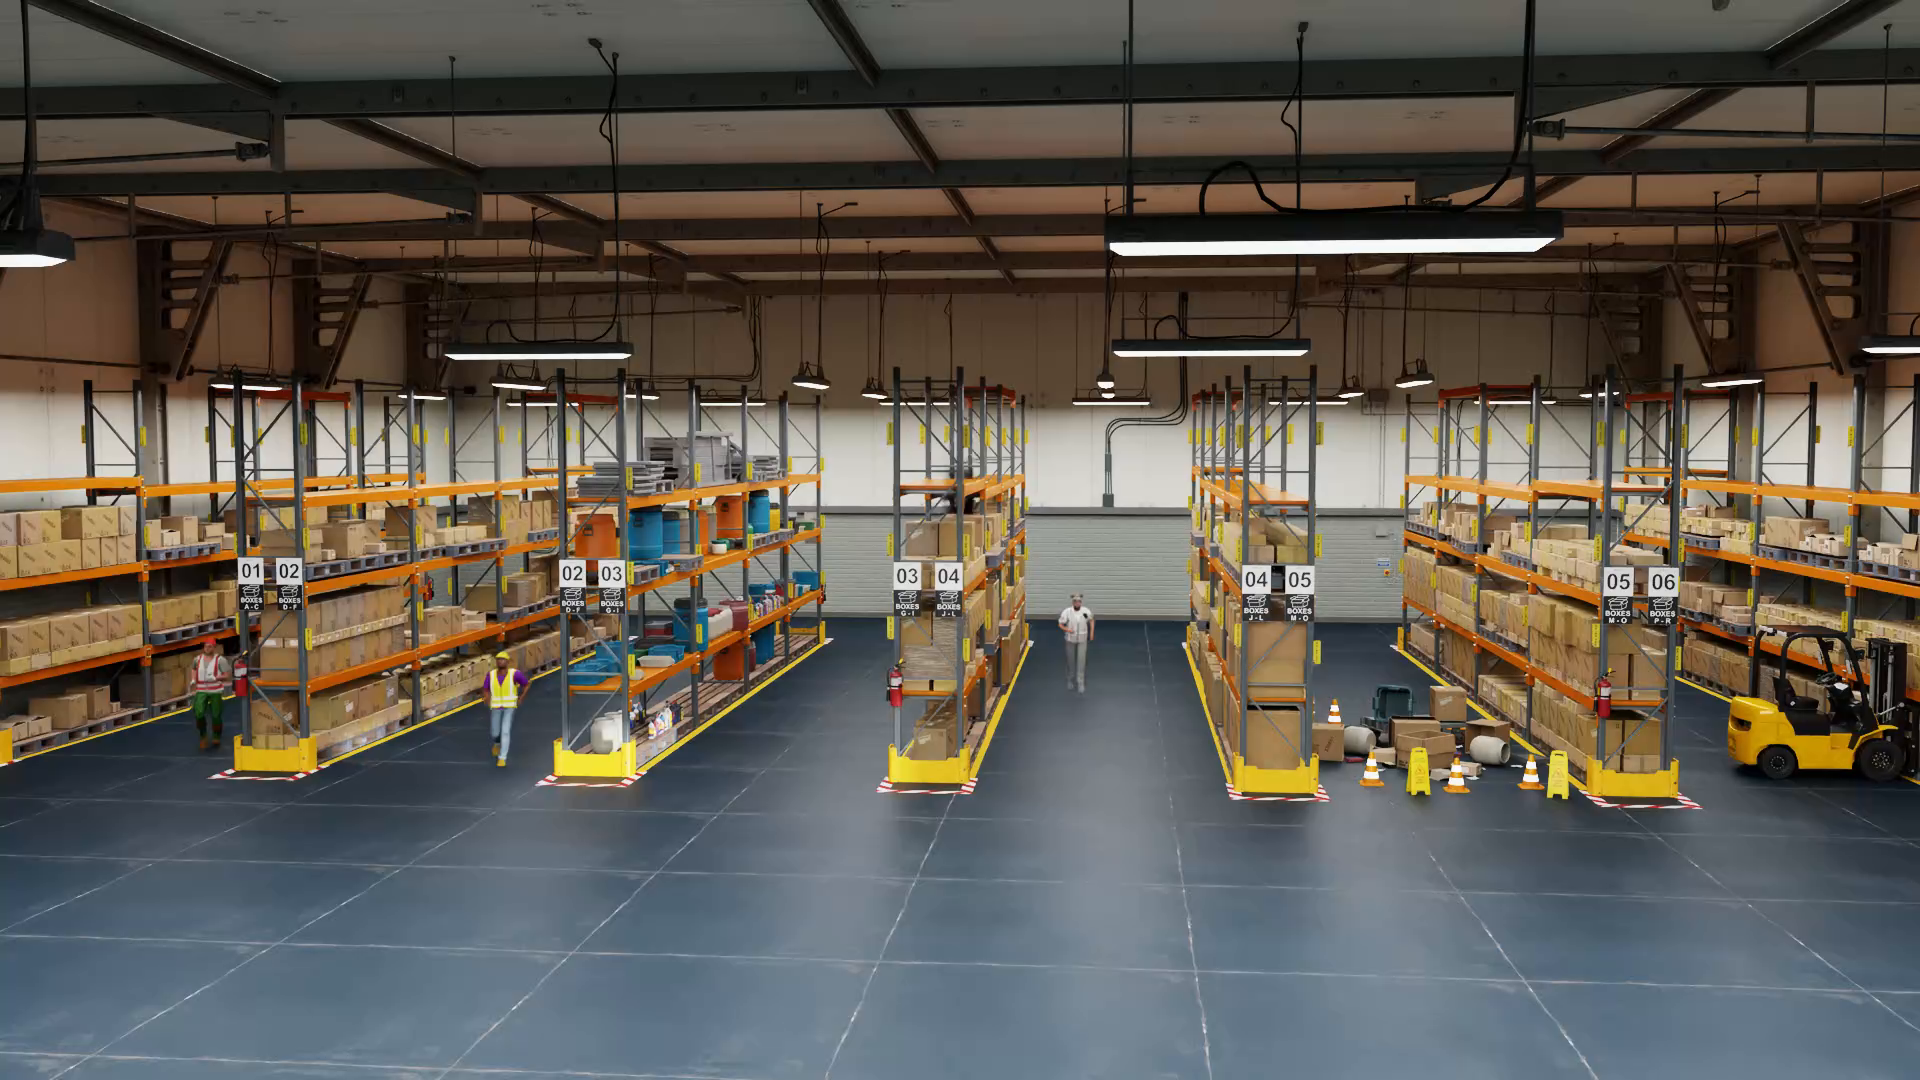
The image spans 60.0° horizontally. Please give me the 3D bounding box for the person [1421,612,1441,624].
[{"bbox_3d":[11.394,1.642,40.370,0.775,1.706,0.838,-3,5,-42],"label":"person"}]

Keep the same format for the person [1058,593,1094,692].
[{"bbox_3d":[2.182,1.905,31.087,0.686,1.842,0.812,0,4,-2],"label":"person"}]

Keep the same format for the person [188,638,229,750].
[{"bbox_3d":[-12.015,2.456,26.588,0.641,1.792,0.709,-1,4,-12],"label":"person"}]

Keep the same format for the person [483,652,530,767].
[{"bbox_3d":[-6.972,2.574,25.418,0.706,1.706,0.766,0,4,-3],"label":"person"}]
